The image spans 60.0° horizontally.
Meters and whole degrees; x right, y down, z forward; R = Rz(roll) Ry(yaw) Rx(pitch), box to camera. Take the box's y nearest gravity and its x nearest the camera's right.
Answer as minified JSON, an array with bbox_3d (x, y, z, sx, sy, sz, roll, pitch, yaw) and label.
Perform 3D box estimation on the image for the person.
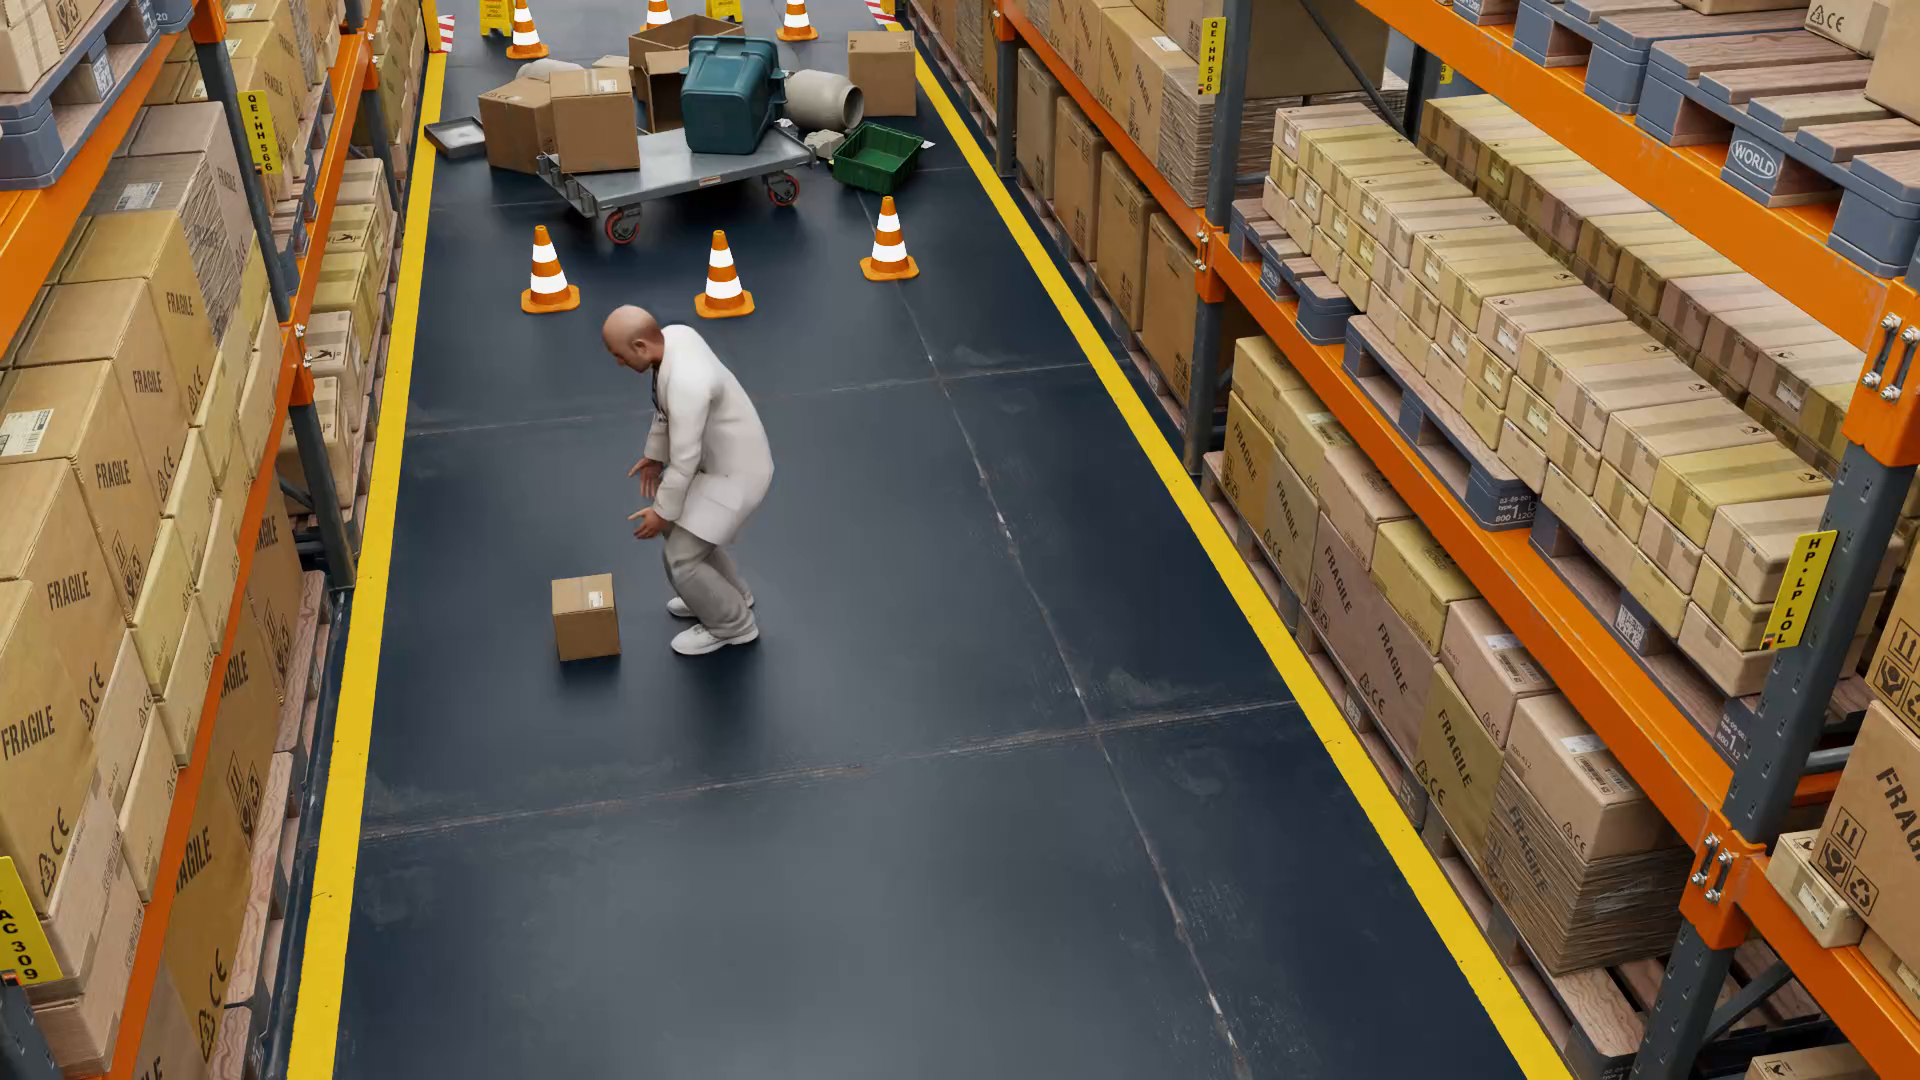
[{"bbox_3d":[-1.057,-0.252,6.739,0.612,1.552,0.624,-7,35,-10],"label":"person"}]
